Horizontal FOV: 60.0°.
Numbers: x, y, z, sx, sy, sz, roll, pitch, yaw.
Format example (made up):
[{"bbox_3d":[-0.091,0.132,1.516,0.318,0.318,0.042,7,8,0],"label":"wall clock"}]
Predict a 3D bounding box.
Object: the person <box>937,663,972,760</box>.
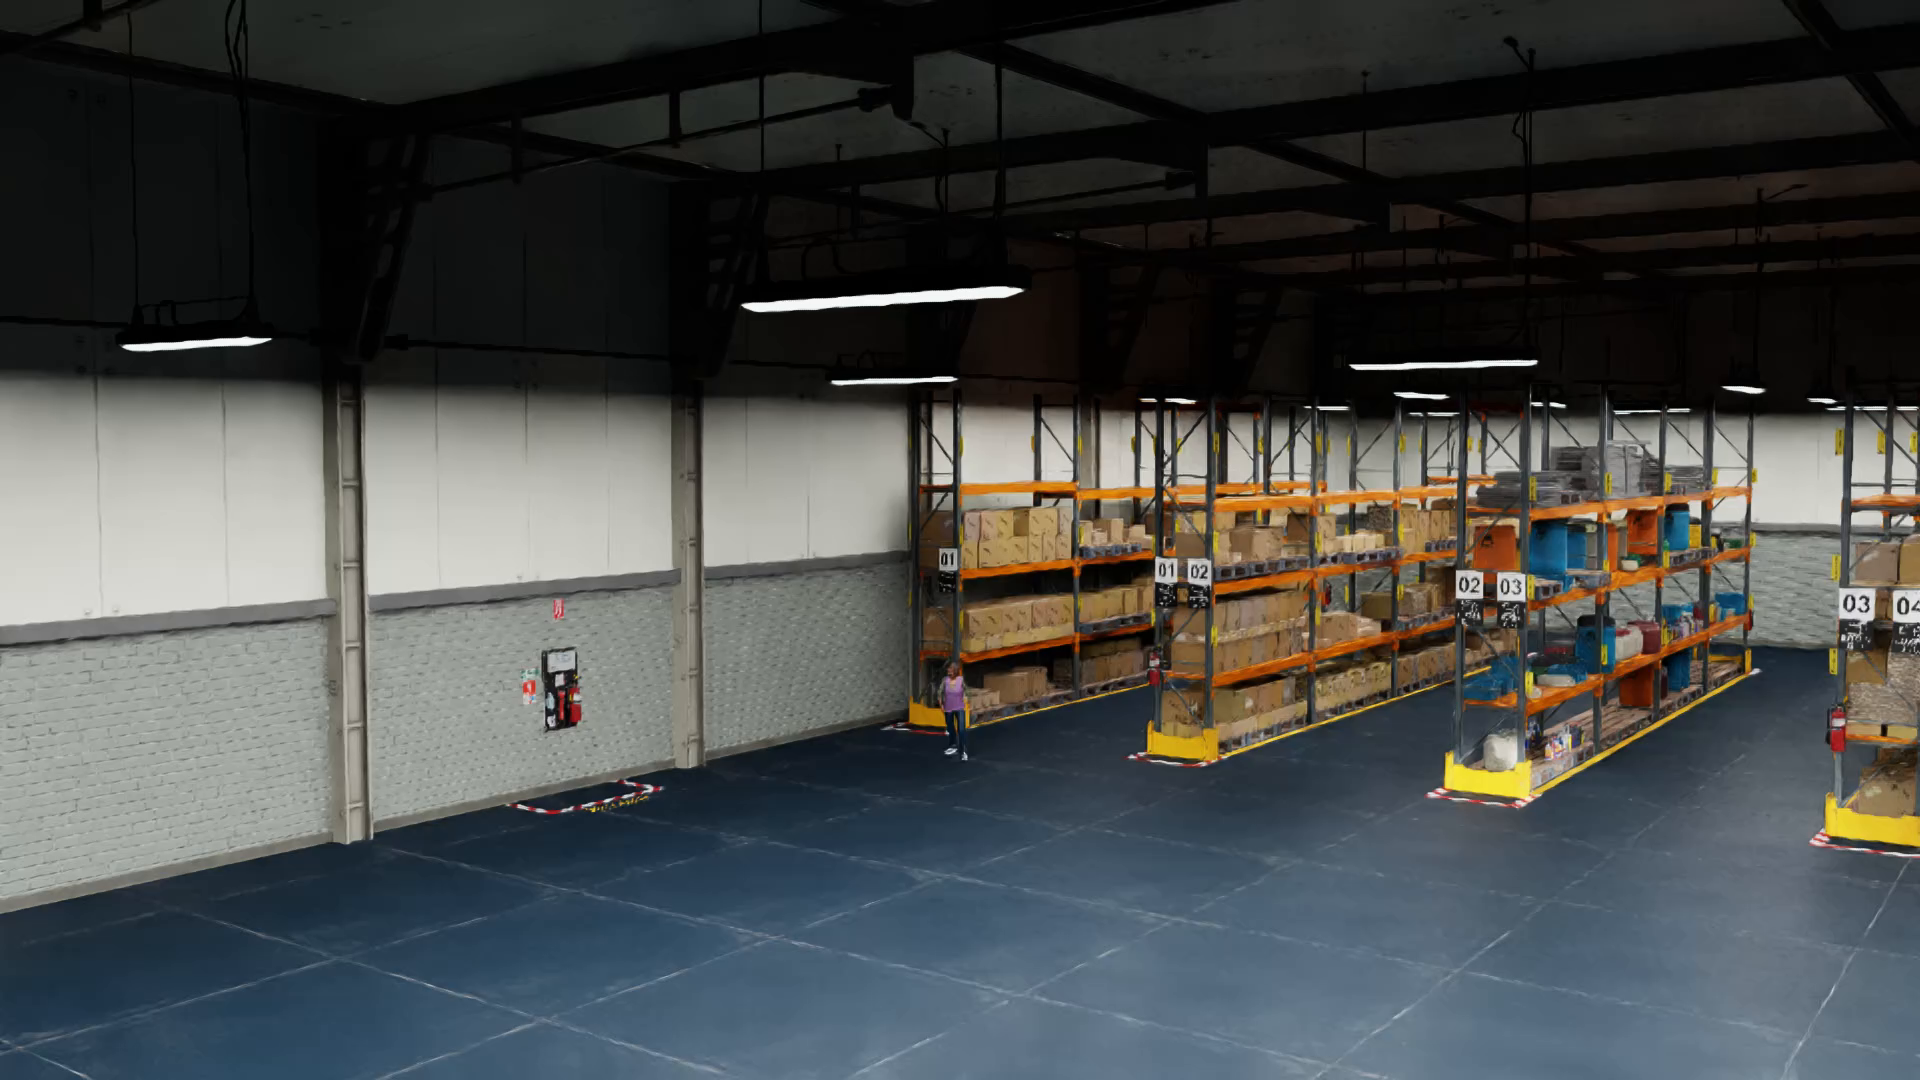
[{"bbox_3d":[-0.066,2.709,26.598,0.566,1.531,0.767,1,3,16],"label":"person"}]
